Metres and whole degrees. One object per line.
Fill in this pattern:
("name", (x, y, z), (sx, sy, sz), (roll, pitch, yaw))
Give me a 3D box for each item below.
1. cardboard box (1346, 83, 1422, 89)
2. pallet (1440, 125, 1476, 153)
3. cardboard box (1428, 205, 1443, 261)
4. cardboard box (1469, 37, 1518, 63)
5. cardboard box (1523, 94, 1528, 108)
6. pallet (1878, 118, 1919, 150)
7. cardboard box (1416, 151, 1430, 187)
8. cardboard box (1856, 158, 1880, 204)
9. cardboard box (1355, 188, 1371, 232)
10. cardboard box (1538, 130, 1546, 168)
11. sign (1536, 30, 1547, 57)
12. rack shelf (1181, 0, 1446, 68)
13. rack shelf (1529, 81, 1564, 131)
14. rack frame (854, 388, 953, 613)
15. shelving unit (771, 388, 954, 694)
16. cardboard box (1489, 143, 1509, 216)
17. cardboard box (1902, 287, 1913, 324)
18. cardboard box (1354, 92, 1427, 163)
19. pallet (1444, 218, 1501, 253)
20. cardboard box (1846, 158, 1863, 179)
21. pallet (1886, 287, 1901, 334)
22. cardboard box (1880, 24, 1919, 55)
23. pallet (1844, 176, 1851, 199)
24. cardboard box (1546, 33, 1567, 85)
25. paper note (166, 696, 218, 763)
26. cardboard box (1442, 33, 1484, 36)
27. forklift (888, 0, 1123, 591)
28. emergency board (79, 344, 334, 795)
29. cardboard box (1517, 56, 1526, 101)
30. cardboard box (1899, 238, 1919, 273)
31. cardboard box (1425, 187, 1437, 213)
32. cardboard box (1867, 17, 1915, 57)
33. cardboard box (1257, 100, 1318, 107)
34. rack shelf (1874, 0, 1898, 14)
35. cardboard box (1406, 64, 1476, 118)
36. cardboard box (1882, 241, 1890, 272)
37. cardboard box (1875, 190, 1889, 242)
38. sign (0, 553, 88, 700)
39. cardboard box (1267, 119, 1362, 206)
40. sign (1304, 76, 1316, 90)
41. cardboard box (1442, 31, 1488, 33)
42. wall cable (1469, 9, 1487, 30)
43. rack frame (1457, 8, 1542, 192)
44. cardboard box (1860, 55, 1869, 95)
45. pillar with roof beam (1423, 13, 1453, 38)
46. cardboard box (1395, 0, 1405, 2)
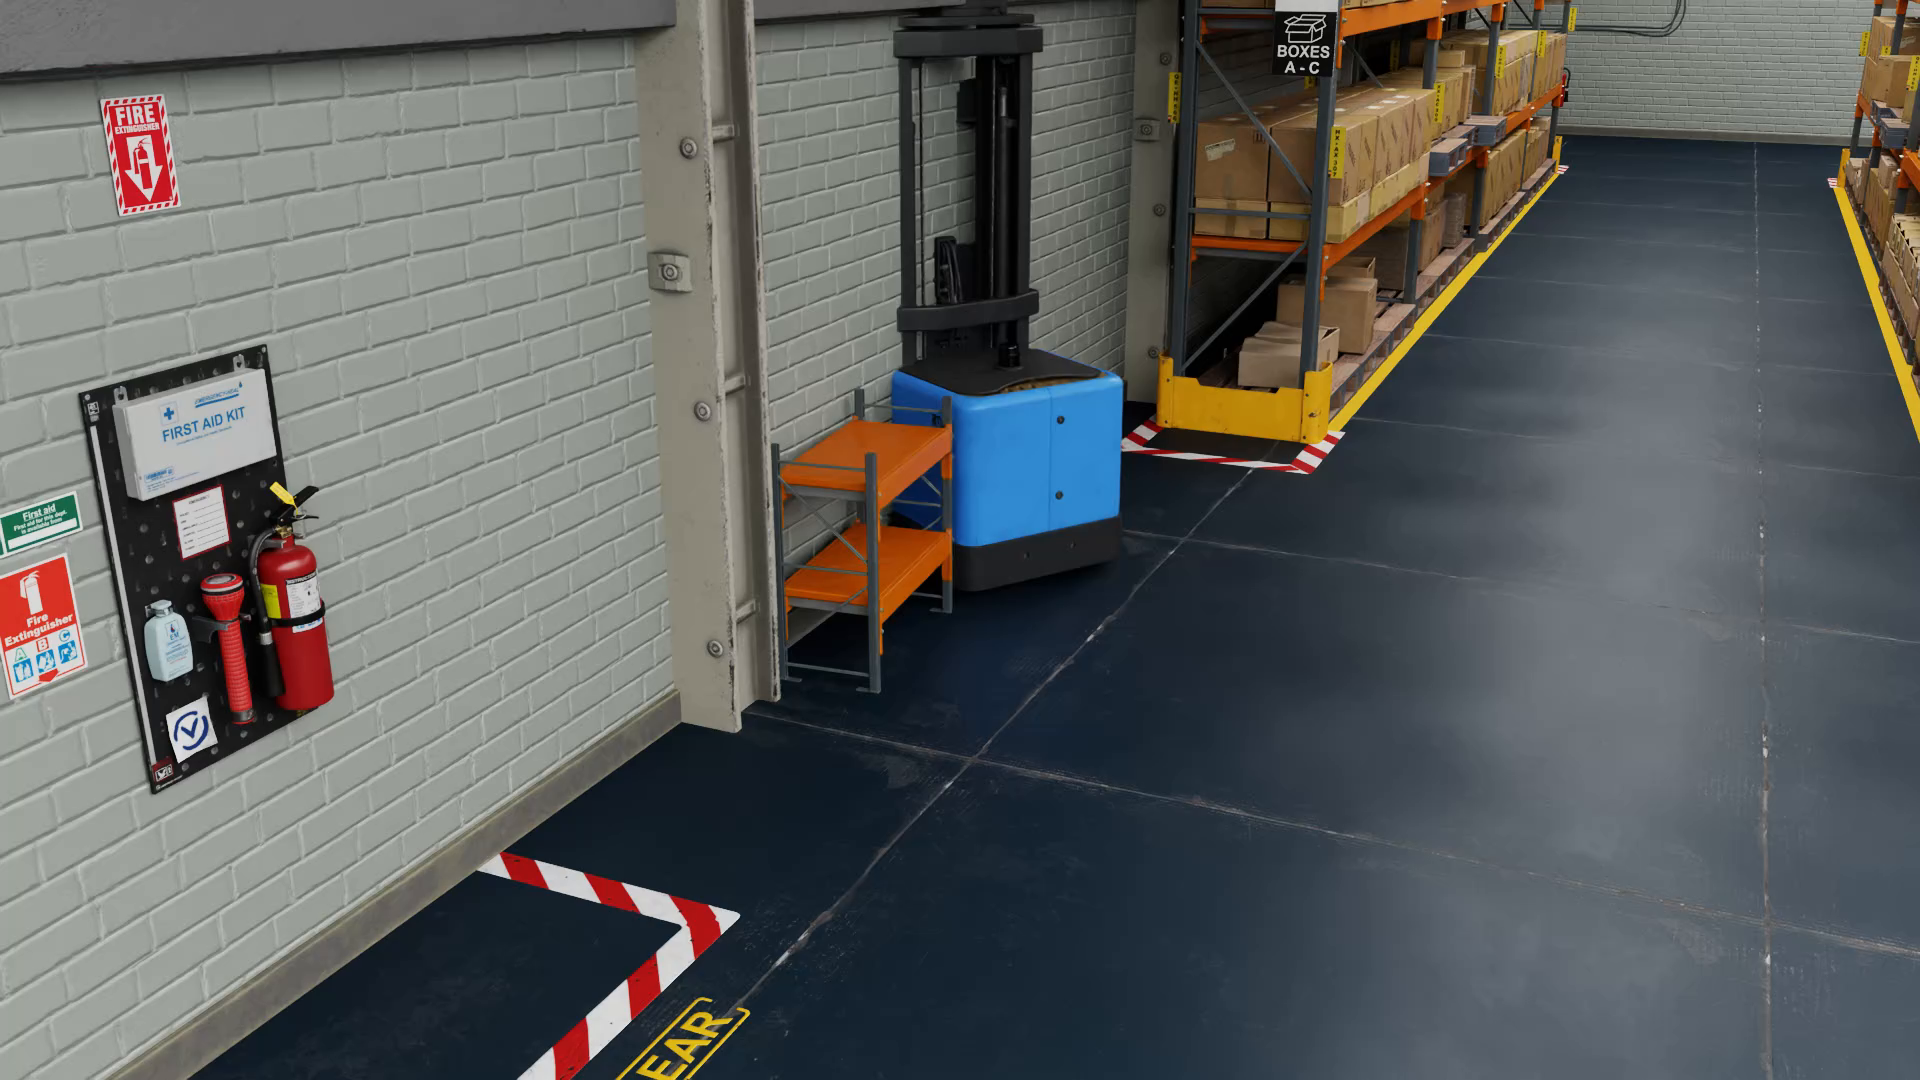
("cardboard box", (3.813, -3.796, 14.860), (0.700, 0.500, 0.500), (9, 21, 23))
("pallet", (4.439, -3.912, 16.279), (1.003, 0.211, 1.213), (9, 21, 23))
("cardboard box", (4.470, -3.118, 16.834), (0.700, 0.500, 0.500), (8, 21, 22))
("cardboard box", (6.053, -5.585, 18.953), (0.500, 0.250, 0.500), (9, 21, 23))
("cardboard box", (6.888, -5.505, 20.815), (0.380, 0.149, 0.250), (9, 21, 24))
("pallet", (9.946, -4.061, 16.698), (1.213, 0.211, 1.003), (9, 21, 23))
("cardboard box", (3.656, -3.143, 14.024), (0.500, 0.250, 0.500), (9, 21, 23))
("cardboard box", (11.345, -4.400, 20.439), (0.500, 0.500, 0.500), (9, 21, 23))
("cardboard box", (2.625, -2.373, 11.858), (0.500, 0.250, 0.500), (8, 21, 21))
("cardboard box", (8.087, -5.698, 24.119), (0.700, 0.500, 0.500), (8, 21, 23))
("sign", (7.349, -6.273, 21.021), (0.100, 0.325, 0.005), (9, 21, 23))
("rack shelf", (2.755, -3.854, 12.425), (1.077, 0.370, 4.000), (9, 21, 23))
("rack shelf", (7.669, -6.109, 23.242), (1.077, 0.370, 4.000), (9, 21, 23))
("rack frame", (-0.280, -0.190, 8.323), (0.500, 1.125, 0.032), (6, 21, 17))
("shelving unit", (-0.440, -0.028, 7.869), (0.538, 1.125, 1.048), (6, 21, 17))
("cardboard box", (5.997, -4.272, 19.586), (0.750, 0.750, 0.750), (8, 21, 22))
("cardboard box", (8.209, -1.935, 13.911), (0.500, 0.250, 0.500), (8, 21, 22))
("cardboard box", (3.463, -3.342, 13.465), (0.500, 0.500, 0.500), (8, 21, 22))
("pallet", (5.603, -3.530, 19.080), (1.003, 0.211, 1.213), (9, 21, 23))
("cardboard box", (12.322, -5.012, 22.532), (0.500, 0.250, 0.500), (9, 21, 23))
("pallet", (8.859, -2.003, 14.786), (1.003, 0.211, 1.213), (9, 21, 23))
("cardboard box", (11.549, -6.023, 20.286), (0.500, 0.500, 0.500), (8, 21, 22))
("pallet", (12.652, -4.799, 22.649), (1.003, 0.211, 1.213), (9, 21, 23))
("cardboard box", (8.288, -7.043, 24.348), (0.980, 0.700, 0.700), (10, 22, 25))
("paper note", (-2.206, 0.544, 4.778), (0.016, 0.148, 0.142), (9, 21, 23))
("cardboard box", (6.015, -5.966, 20.027), (0.500, 0.250, 0.500), (8, 21, 21))
("forklift", (-0.344, -1.558, 9.474), (1.130, 2.935, 3.031), (-12, 23, -30))
("emergency board", (-2.070, 0.084, 4.756), (0.194, 1.169, 0.643), (9, 21, 23))
("cardboard box", (6.477, -5.547, 19.968), (0.500, 0.500, 0.500), (9, 21, 23))
("cardboard box", (8.622, -2.507, 14.681), (0.500, 0.311, 0.500), (8, 21, 22))
("cardboard box", (4.468, -3.445, 16.635), (0.500, 0.250, 0.500), (8, 21, 22))
("cardboard box", (12.586, -6.799, 22.469), (0.500, 0.500, 0.500), (9, 22, 24))
("cardboard box", (2.564, -3.098, 12.779), (0.500, 0.500, 0.500), (9, 21, 23))
("rack shelf", (12.190, -6.843, 20.832), (1.077, 0.370, 4.000), (9, 21, 23))
("cardboard box", (5.028, -4.723, 17.466), (0.700, 0.500, 0.500), (6, 20, 16))
("cardboard box", (9.250, -2.717, 16.110), (0.500, 0.250, 0.500), (8, 21, 23))
("cardboard box", (10.114, -3.441, 17.741), (0.500, 0.500, 0.500), (8, 21, 21))
("sign", (-2.391, 0.222, 4.315), (0.001, 0.329, 0.234), (9, 21, 23))
("cardboard box", (2.406, -2.565, 11.278), (0.500, 0.500, 0.500), (9, 21, 23))
("sign", (3.066, -4.011, 14.543), (0.100, 0.325, 0.005), (9, 21, 23))
("cardboard box", (6.216, -6.120, 20.460), (0.500, 0.250, 0.500), (9, 21, 23))
("wall cable", (8.149, -8.059, 26.136), (0.084, 1.984, 1.851), (9, 21, 23))
("rack frame", (6.850, -5.836, 21.403), (1.000, 3.000, 0.127), (9, 21, 23))
("cardboard box", (12.586, -6.328, 22.636), (0.500, 0.500, 0.500), (9, 21, 24))
("pillar with roof beam", (10.275, -8.405, 19.672), (9.100, 9.000, 0.400), (9, 21, 23))
("cardboard box", (2.962, -4.191, 12.120), (0.500, 0.500, 0.500), (10, 22, 26))
